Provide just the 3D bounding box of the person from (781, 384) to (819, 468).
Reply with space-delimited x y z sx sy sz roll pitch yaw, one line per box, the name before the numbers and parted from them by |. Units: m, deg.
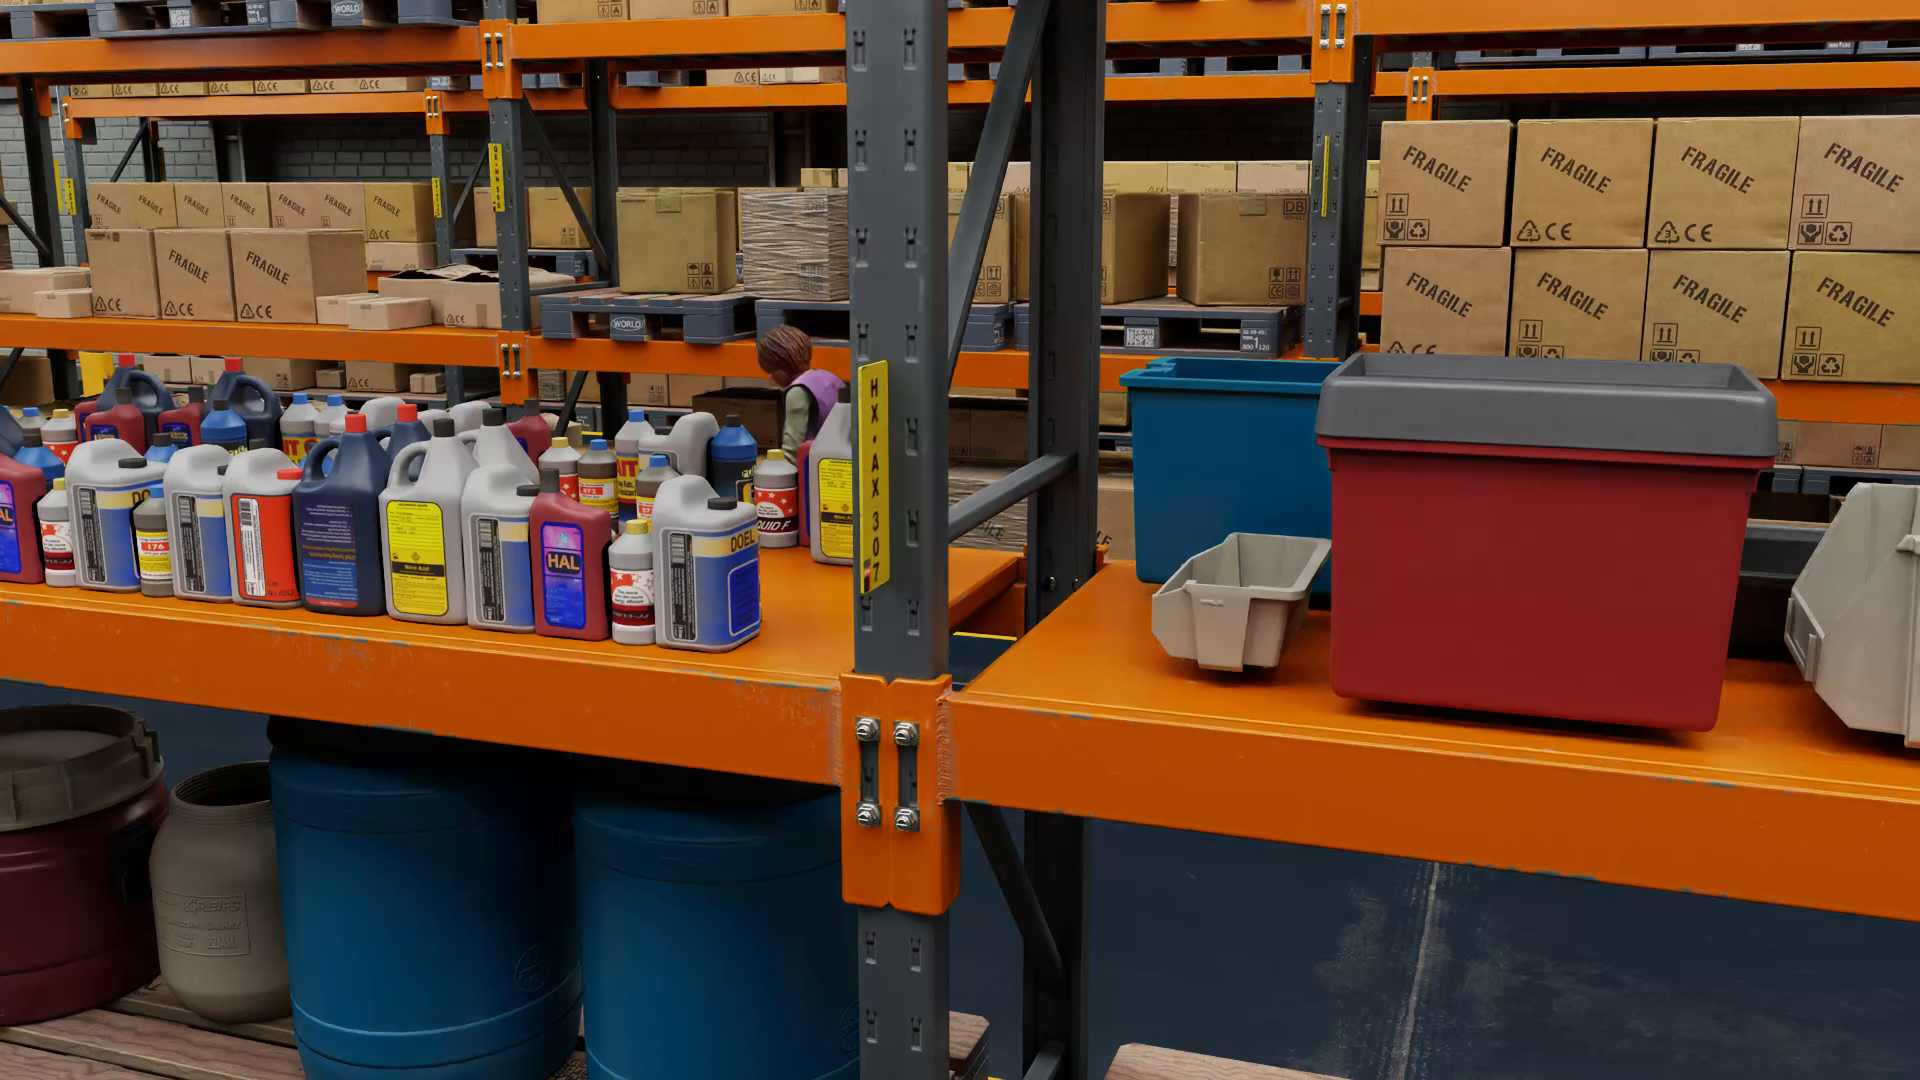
person | -0.551 -0.021 6.814 0.362 1.302 0.444 4 13 20
